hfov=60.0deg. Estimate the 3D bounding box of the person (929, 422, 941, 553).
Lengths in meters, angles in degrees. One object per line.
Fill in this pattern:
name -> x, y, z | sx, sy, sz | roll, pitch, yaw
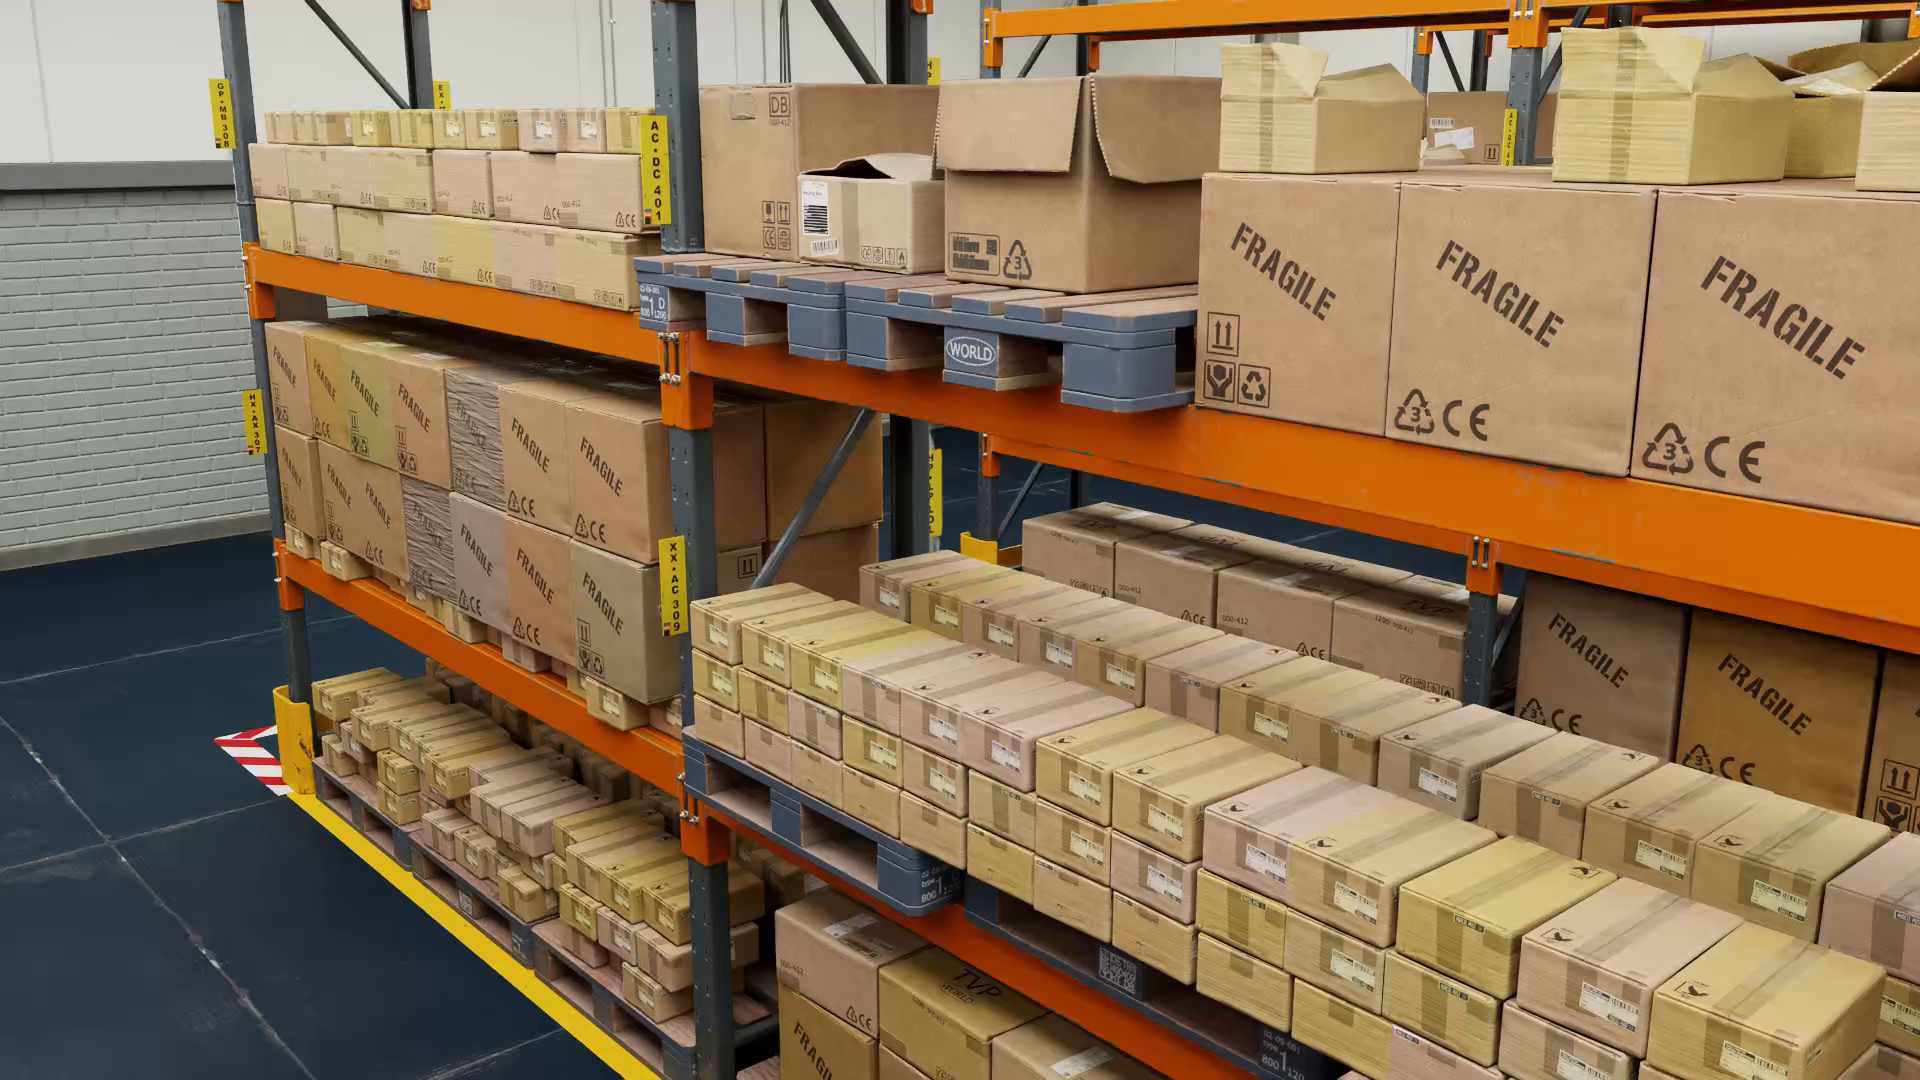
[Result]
person -> -0.329, -0.664, 13.095 | 0.373, 1.672, 0.489 | 1, 14, 2
